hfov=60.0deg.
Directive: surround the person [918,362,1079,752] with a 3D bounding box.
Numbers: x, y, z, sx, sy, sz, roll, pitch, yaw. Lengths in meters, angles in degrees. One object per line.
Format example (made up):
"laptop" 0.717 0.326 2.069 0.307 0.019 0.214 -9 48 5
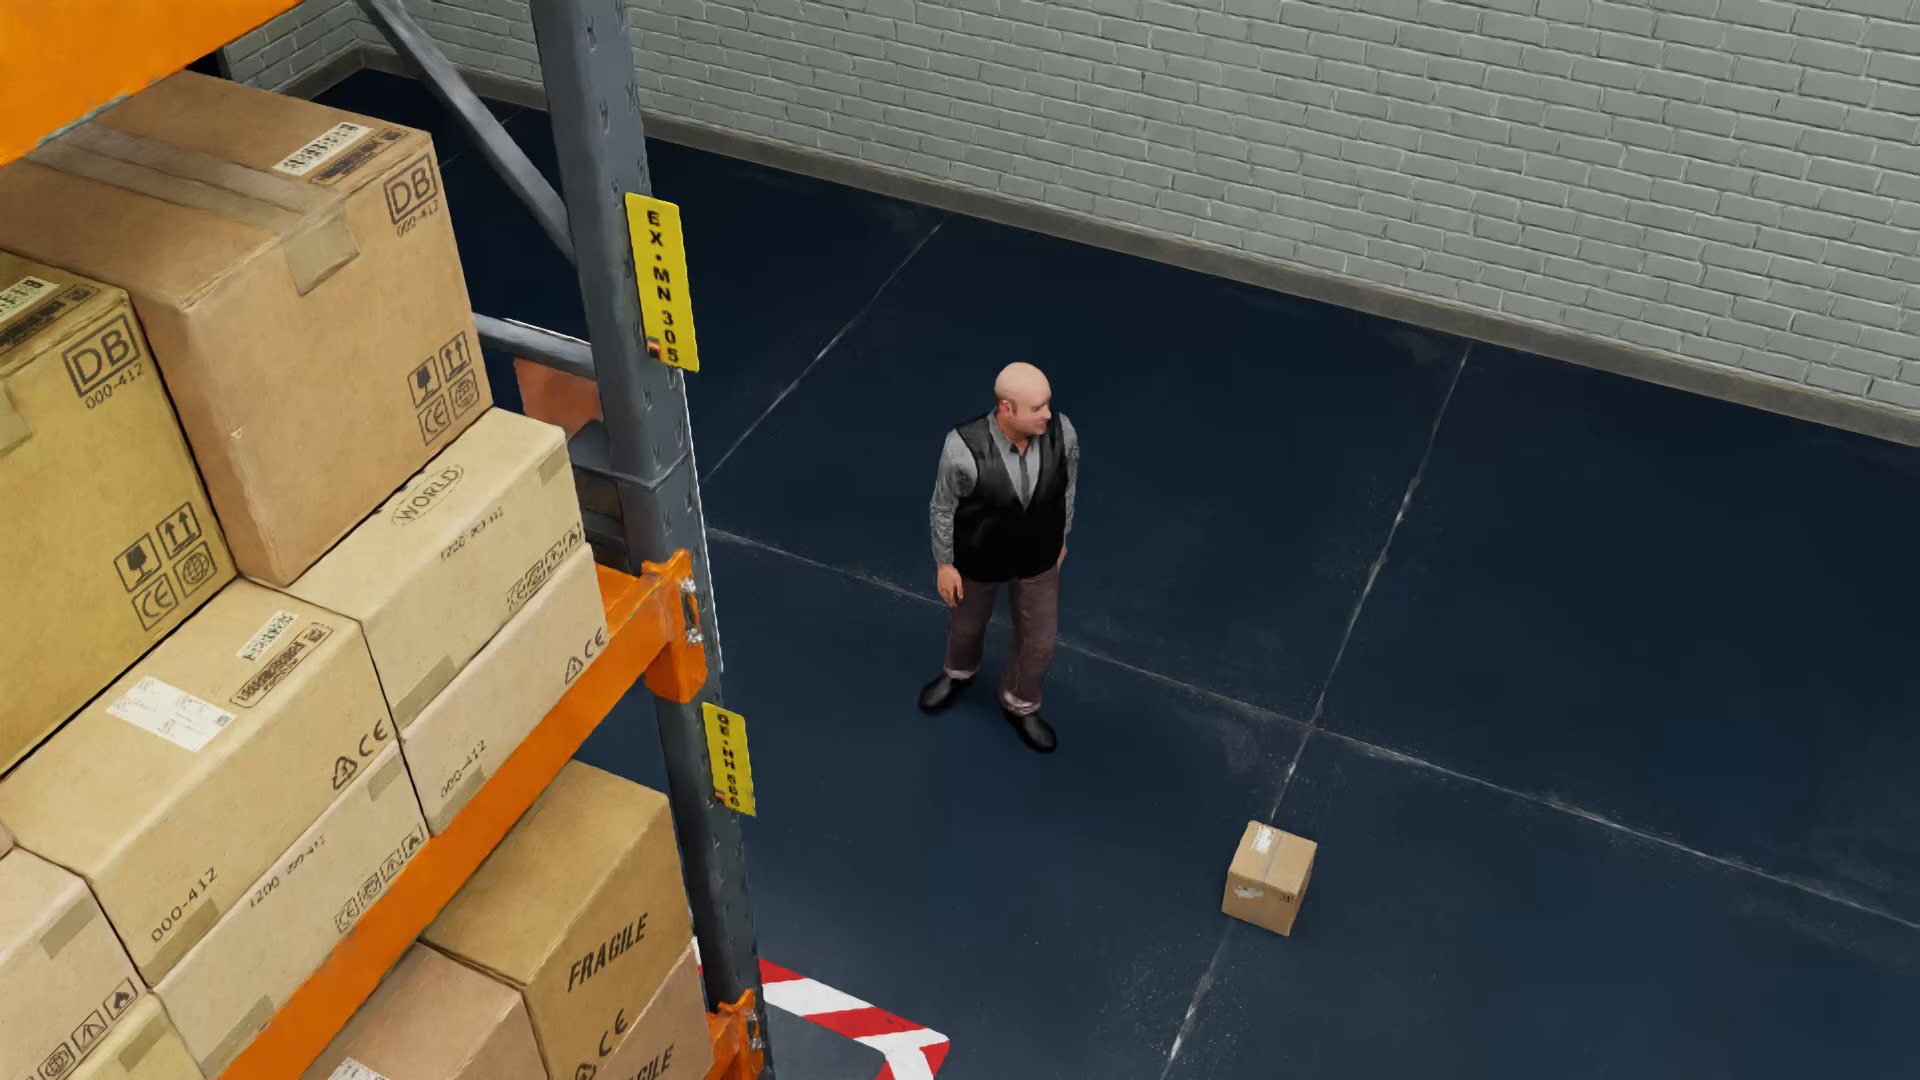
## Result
"person" 0.146 0.060 6.111 0.598 1.722 0.529 -11 43 -12
